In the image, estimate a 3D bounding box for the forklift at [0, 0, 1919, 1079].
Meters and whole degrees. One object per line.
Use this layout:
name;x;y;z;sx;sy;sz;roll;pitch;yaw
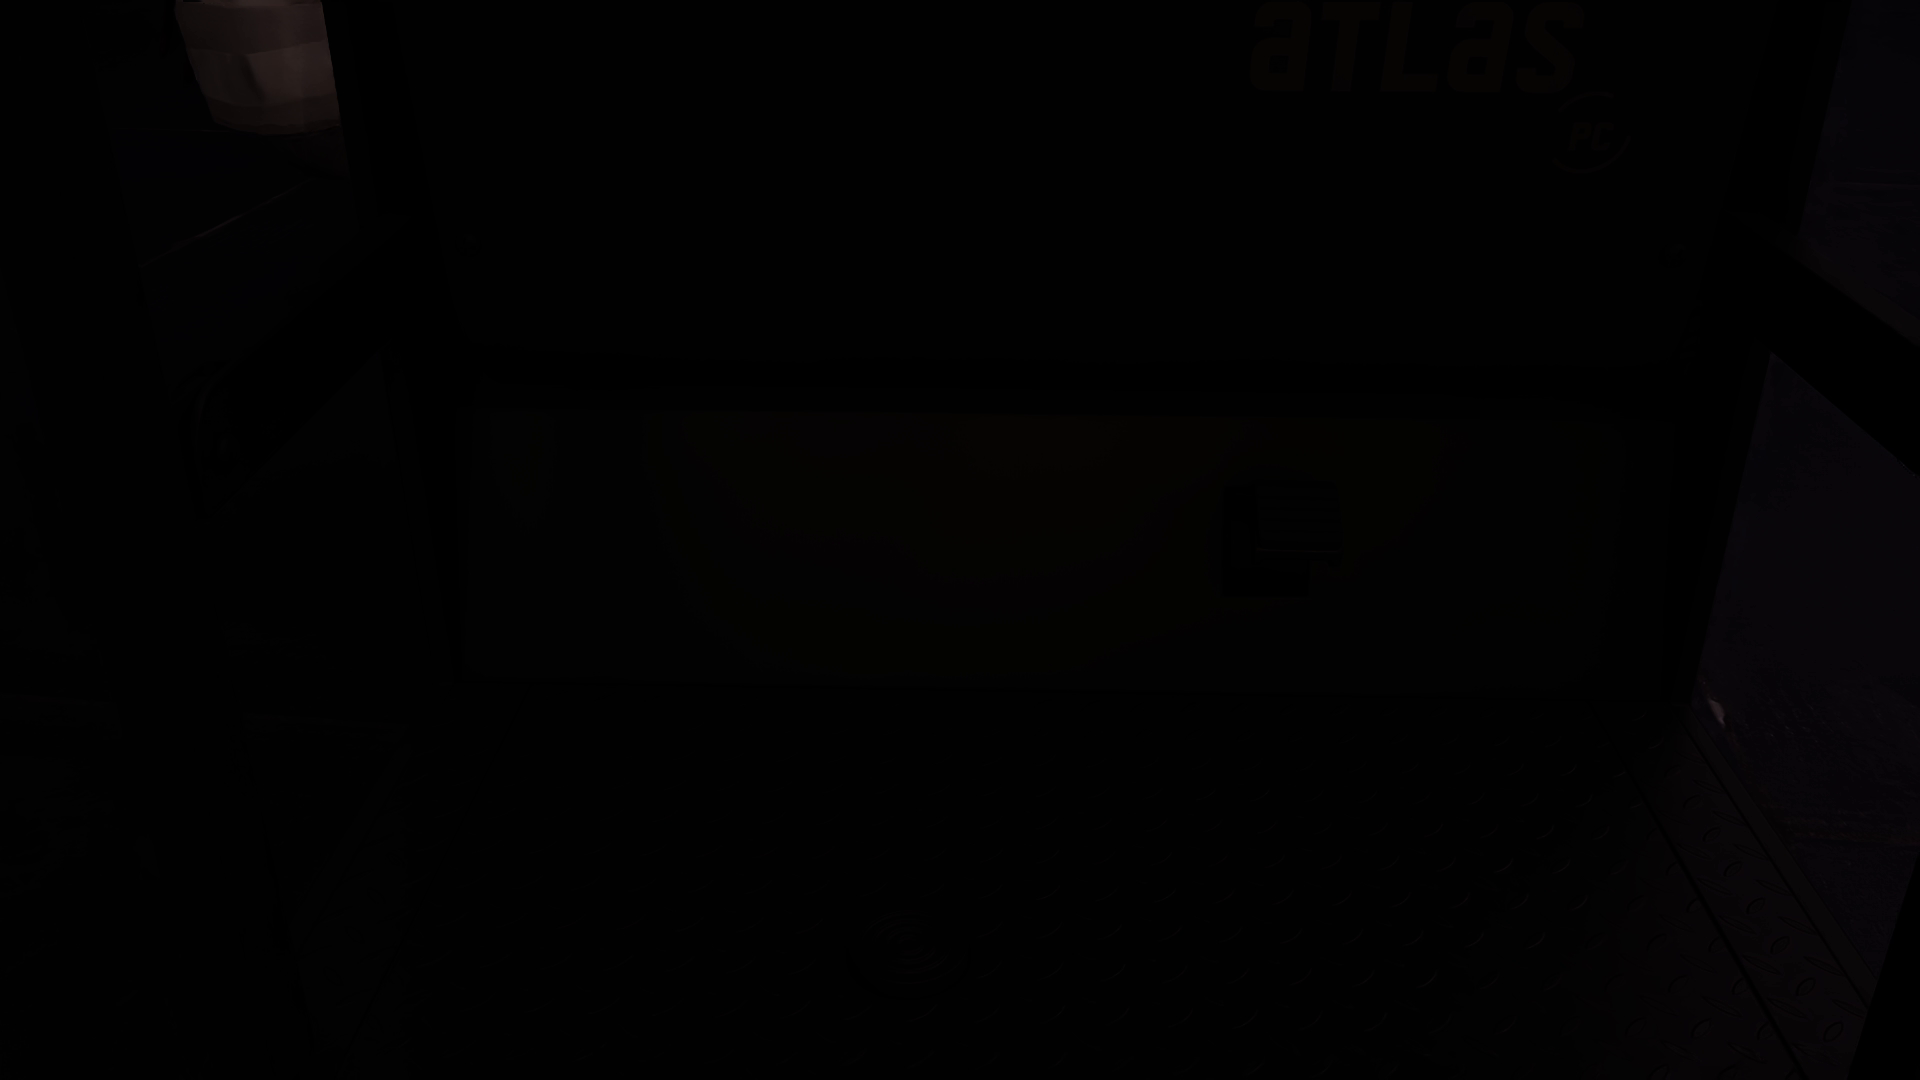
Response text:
forklift;0.076;-0.768;0.757;1.130;2.935;3.031;1;27;2

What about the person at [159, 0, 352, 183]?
person;-0.700;-0.814;2.552;0.929;1.525;0.937;-23;35;-38
